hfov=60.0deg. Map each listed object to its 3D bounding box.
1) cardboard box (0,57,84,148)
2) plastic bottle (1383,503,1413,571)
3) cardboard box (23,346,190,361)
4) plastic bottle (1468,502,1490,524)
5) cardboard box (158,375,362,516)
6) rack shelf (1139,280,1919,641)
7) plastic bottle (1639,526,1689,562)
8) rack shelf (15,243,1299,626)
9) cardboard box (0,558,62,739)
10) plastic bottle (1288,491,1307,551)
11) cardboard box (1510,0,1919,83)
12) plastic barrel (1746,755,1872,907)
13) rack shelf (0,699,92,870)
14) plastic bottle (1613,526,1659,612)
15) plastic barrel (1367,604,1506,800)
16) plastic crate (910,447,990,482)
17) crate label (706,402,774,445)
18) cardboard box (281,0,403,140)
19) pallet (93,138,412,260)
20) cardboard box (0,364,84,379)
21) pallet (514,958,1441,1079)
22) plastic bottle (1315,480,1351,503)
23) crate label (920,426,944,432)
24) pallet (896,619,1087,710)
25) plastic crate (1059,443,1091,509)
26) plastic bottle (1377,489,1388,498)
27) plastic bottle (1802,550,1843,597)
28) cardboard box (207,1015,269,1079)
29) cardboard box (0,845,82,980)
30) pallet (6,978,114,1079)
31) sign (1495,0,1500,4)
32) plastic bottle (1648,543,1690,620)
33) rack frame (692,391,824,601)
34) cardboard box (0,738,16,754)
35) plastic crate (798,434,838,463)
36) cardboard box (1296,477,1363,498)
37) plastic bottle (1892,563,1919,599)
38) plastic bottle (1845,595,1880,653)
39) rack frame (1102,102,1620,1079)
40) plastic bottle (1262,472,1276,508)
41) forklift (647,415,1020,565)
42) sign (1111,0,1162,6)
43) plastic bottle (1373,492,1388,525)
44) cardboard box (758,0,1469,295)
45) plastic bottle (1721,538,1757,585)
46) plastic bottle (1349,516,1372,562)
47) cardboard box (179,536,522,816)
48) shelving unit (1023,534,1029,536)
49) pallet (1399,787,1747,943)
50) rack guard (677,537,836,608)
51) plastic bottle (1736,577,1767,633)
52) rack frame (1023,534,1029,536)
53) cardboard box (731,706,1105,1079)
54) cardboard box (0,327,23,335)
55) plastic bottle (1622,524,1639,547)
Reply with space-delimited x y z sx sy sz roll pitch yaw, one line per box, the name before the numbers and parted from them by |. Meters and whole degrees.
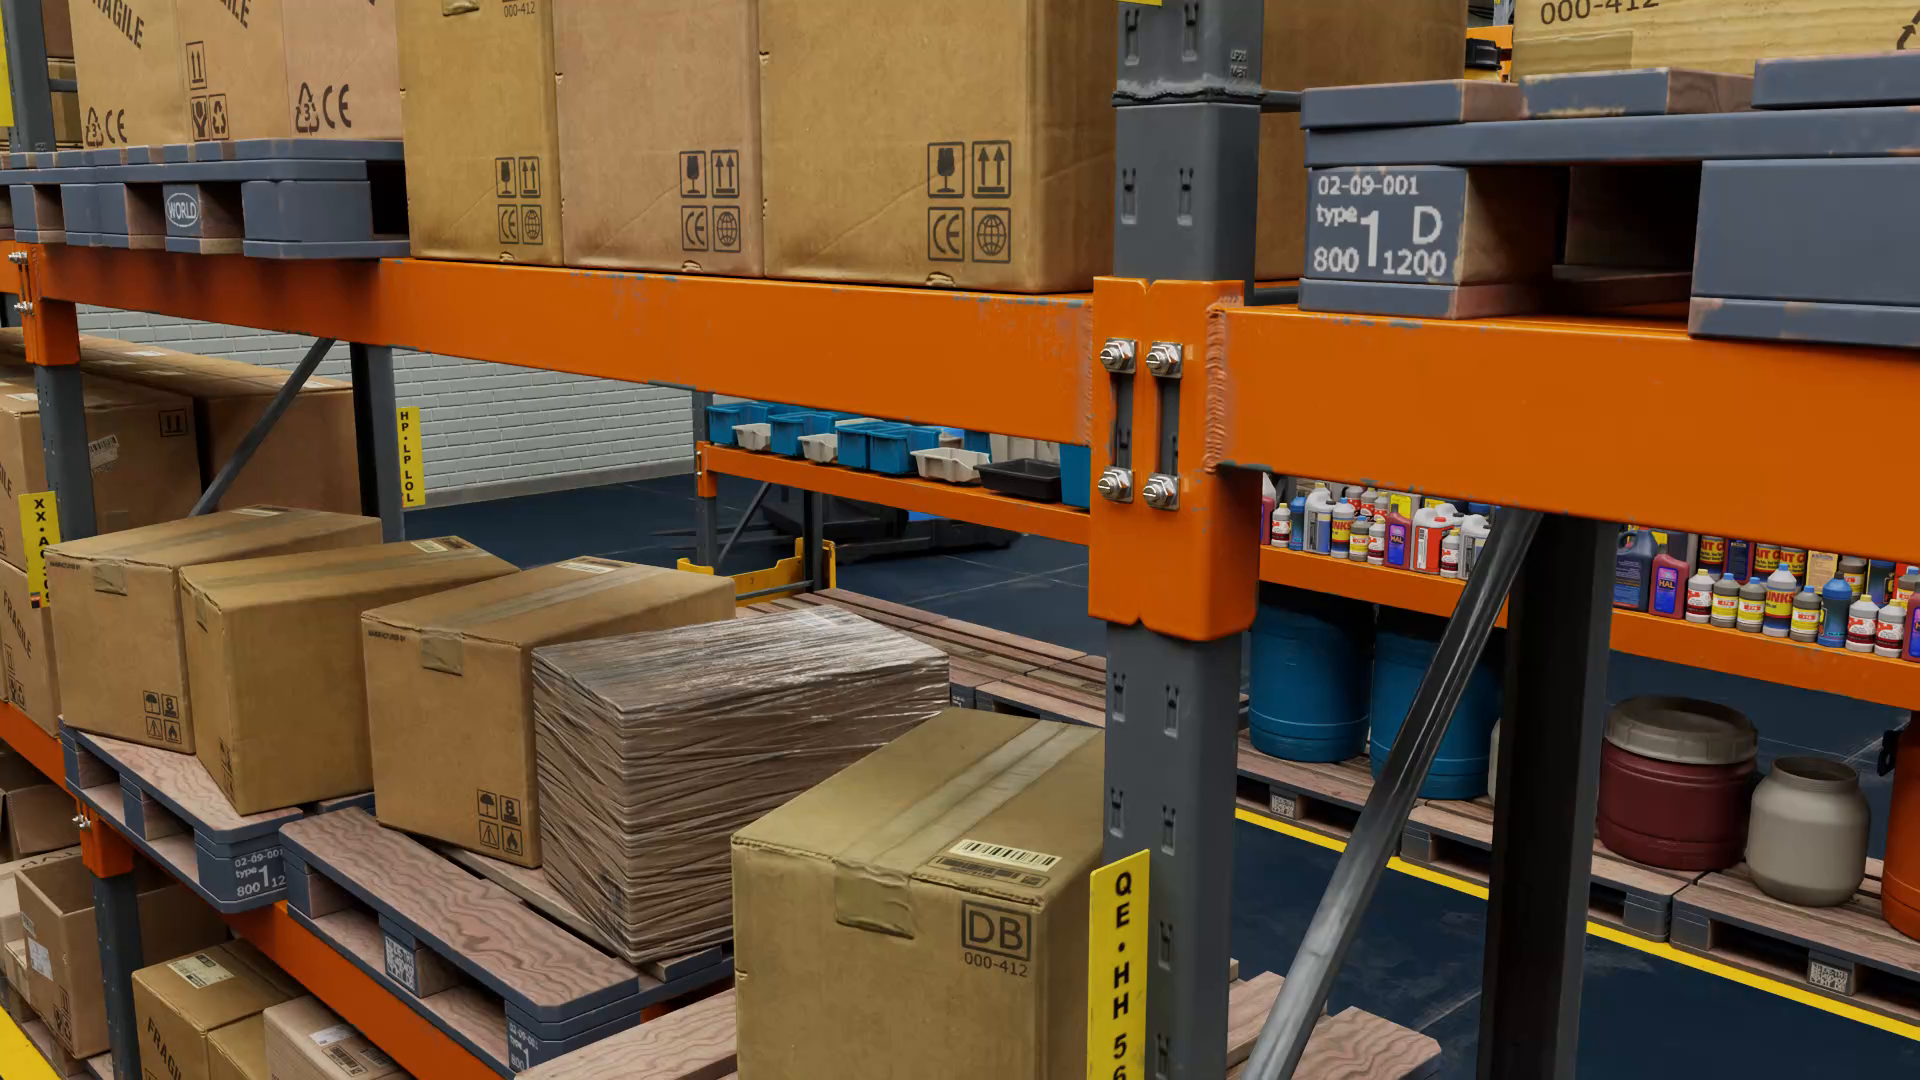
cardboard box | -2.732 -1.299 4.980 0.500 0.250 0.500 -11 16 -43
plastic bottle | 1.944 -0.015 7.339 0.061 0.283 0.133 -11 16 -43
cardboard box | -3.390 -0.497 6.665 0.500 0.500 0.500 -10 15 -41
plastic bottle | 2.415 -0.092 7.744 0.097 0.271 0.097 0 12 0
cardboard box | -2.321 -0.272 5.570 0.500 0.500 0.500 -10 16 -41
rack shelf | 1.944 0.134 0.677 1.077 0.370 4.000 -11 16 -43
plastic bottle | 3.001 0.000 7.101 0.144 0.351 0.185 -11 16 -43
rack shelf | -0.818 -0.450 3.510 1.077 0.370 4.000 -11 16 -43
cardboard box | -2.730 0.289 5.328 0.500 0.500 0.500 -11 16 -42
plastic bottle | 1.583 -0.091 7.737 0.097 0.271 0.097 0 12 0
cardboard box | 0.917 -0.584 1.710 0.500 0.250 0.500 10 15 41
plastic barrel | 3.343 1.143 6.555 0.421 0.512 0.421 0 12 0
rack shelf | -3.581 0.436 6.646 1.077 0.370 4.000 -11 16 -43
plastic bottle | 2.691 0.098 6.625 0.144 0.351 0.185 -11 16 -43
plastic barrel | 2.238 0.693 7.776 0.600 0.901 0.708 -11 16 -43
plastic crate | -0.034 -0.427 9.556 0.293 0.136 0.466 -11 16 -43
crate label | -1.444 -0.764 10.952 0.416 0.233 0.303 -11 16 -43
cardboard box | -0.982 -1.120 3.442 0.600 0.600 0.600 11 16 43
pallet | -1.081 -0.746 3.631 1.213 0.211 1.003 -11 16 -43
cardboard box | -3.440 -0.349 5.947 0.500 0.500 0.500 -11 16 -42
pallet | 0.044 0.964 2.776 1.213 0.211 1.003 -11 16 -43
plastic bottle | 1.892 -0.241 8.457 0.152 0.276 0.135 -11 16 -43
crate label | -0.283 -0.623 10.508 0.396 0.136 0.243 -11 16 -43
pallet | 0.003 0.771 10.145 1.003 0.211 1.213 -11 16 -43
plastic crate | 0.817 -0.357 8.600 0.392 0.384 0.575 -11 16 -43
plastic bottle | 2.144 -0.188 8.198 0.152 0.276 0.135 -11 16 -43
plastic bottle | 3.545 0.091 6.825 0.061 0.283 0.133 -11 16 -43
cardboard box | -1.665 1.565 4.487 0.500 0.500 0.500 -11 16 -42
cardboard box | -3.316 1.323 6.127 0.500 0.311 0.500 -11 16 -43
pallet | -2.673 1.641 5.926 1.003 0.211 1.213 -11 16 -43
sign | 5.470 -5.624 16.897 0.100 0.325 0.005 -11 16 -43
plastic bottle | 2.771 0.160 6.491 0.061 0.283 0.133 -11 16 -43
rack frame | -1.377 -0.898 11.338 1.000 3.000 0.127 -11 16 -43
cardboard box | -4.408 0.845 7.980 0.500 0.500 0.500 -11 16 -43
plastic crate | -0.814 -0.559 10.198 0.250 0.136 0.298 -11 16 -43
cardboard box | 3.334 -0.539 13.817 0.875 0.875 0.875 -11 16 -43
plastic bottle | 3.763 0.154 6.537 0.152 0.276 0.135 -11 16 -43
plastic bottle | 3.267 0.300 6.016 0.097 0.201 0.097 0 12 0
rack frame | 0.563 0.959 2.324 1.000 3.000 0.127 -11 16 -43
plastic bottle | 1.422 -0.188 8.013 0.144 0.351 0.185 -11 16 -43
forklift | -1.046 -1.340 13.653 3.031 2.935 1.130 -5 13 -24
sign | 0.169 -0.688 1.603 0.100 0.325 0.005 -11 16 -43
plastic bottle | 2.067 -0.131 8.108 0.097 0.201 0.097 0 12 0
cardboard box | 0.237 -0.618 2.297 0.910 0.500 0.500 -11 16 -43
plastic bottle | 3.318 0.043 7.058 0.061 0.283 0.133 -11 16 -43
plastic bottle | 1.810 -0.008 7.510 0.097 0.201 0.097 0 12 0
cardboard box | -1.513 0.312 4.174 0.700 0.500 0.500 -8 14 -34
shelving unit | 0.390 -0.663 14.657 0.258 1.200 0.503 -5 13 -25
pallet | 2.735 1.348 7.347 1.003 0.211 1.213 -11 16 -43
rack guard | -1.403 0.324 11.599 1.175 0.500 0.348 -11 16 -43
plastic bottle | 2.998 0.243 6.292 0.097 0.201 0.097 0 12 0
rack frame | 0.495 -0.619 14.441 0.240 1.200 0.015 -5 13 -25
cardboard box | 0.046 0.628 2.641 0.500 0.500 0.700 6 13 26
cardboard box | -4.456 -0.721 7.750 0.500 0.500 0.500 -11 16 -43
plastic bottle | 3.018 -0.041 7.300 0.144 0.351 0.185 -11 16 -43
